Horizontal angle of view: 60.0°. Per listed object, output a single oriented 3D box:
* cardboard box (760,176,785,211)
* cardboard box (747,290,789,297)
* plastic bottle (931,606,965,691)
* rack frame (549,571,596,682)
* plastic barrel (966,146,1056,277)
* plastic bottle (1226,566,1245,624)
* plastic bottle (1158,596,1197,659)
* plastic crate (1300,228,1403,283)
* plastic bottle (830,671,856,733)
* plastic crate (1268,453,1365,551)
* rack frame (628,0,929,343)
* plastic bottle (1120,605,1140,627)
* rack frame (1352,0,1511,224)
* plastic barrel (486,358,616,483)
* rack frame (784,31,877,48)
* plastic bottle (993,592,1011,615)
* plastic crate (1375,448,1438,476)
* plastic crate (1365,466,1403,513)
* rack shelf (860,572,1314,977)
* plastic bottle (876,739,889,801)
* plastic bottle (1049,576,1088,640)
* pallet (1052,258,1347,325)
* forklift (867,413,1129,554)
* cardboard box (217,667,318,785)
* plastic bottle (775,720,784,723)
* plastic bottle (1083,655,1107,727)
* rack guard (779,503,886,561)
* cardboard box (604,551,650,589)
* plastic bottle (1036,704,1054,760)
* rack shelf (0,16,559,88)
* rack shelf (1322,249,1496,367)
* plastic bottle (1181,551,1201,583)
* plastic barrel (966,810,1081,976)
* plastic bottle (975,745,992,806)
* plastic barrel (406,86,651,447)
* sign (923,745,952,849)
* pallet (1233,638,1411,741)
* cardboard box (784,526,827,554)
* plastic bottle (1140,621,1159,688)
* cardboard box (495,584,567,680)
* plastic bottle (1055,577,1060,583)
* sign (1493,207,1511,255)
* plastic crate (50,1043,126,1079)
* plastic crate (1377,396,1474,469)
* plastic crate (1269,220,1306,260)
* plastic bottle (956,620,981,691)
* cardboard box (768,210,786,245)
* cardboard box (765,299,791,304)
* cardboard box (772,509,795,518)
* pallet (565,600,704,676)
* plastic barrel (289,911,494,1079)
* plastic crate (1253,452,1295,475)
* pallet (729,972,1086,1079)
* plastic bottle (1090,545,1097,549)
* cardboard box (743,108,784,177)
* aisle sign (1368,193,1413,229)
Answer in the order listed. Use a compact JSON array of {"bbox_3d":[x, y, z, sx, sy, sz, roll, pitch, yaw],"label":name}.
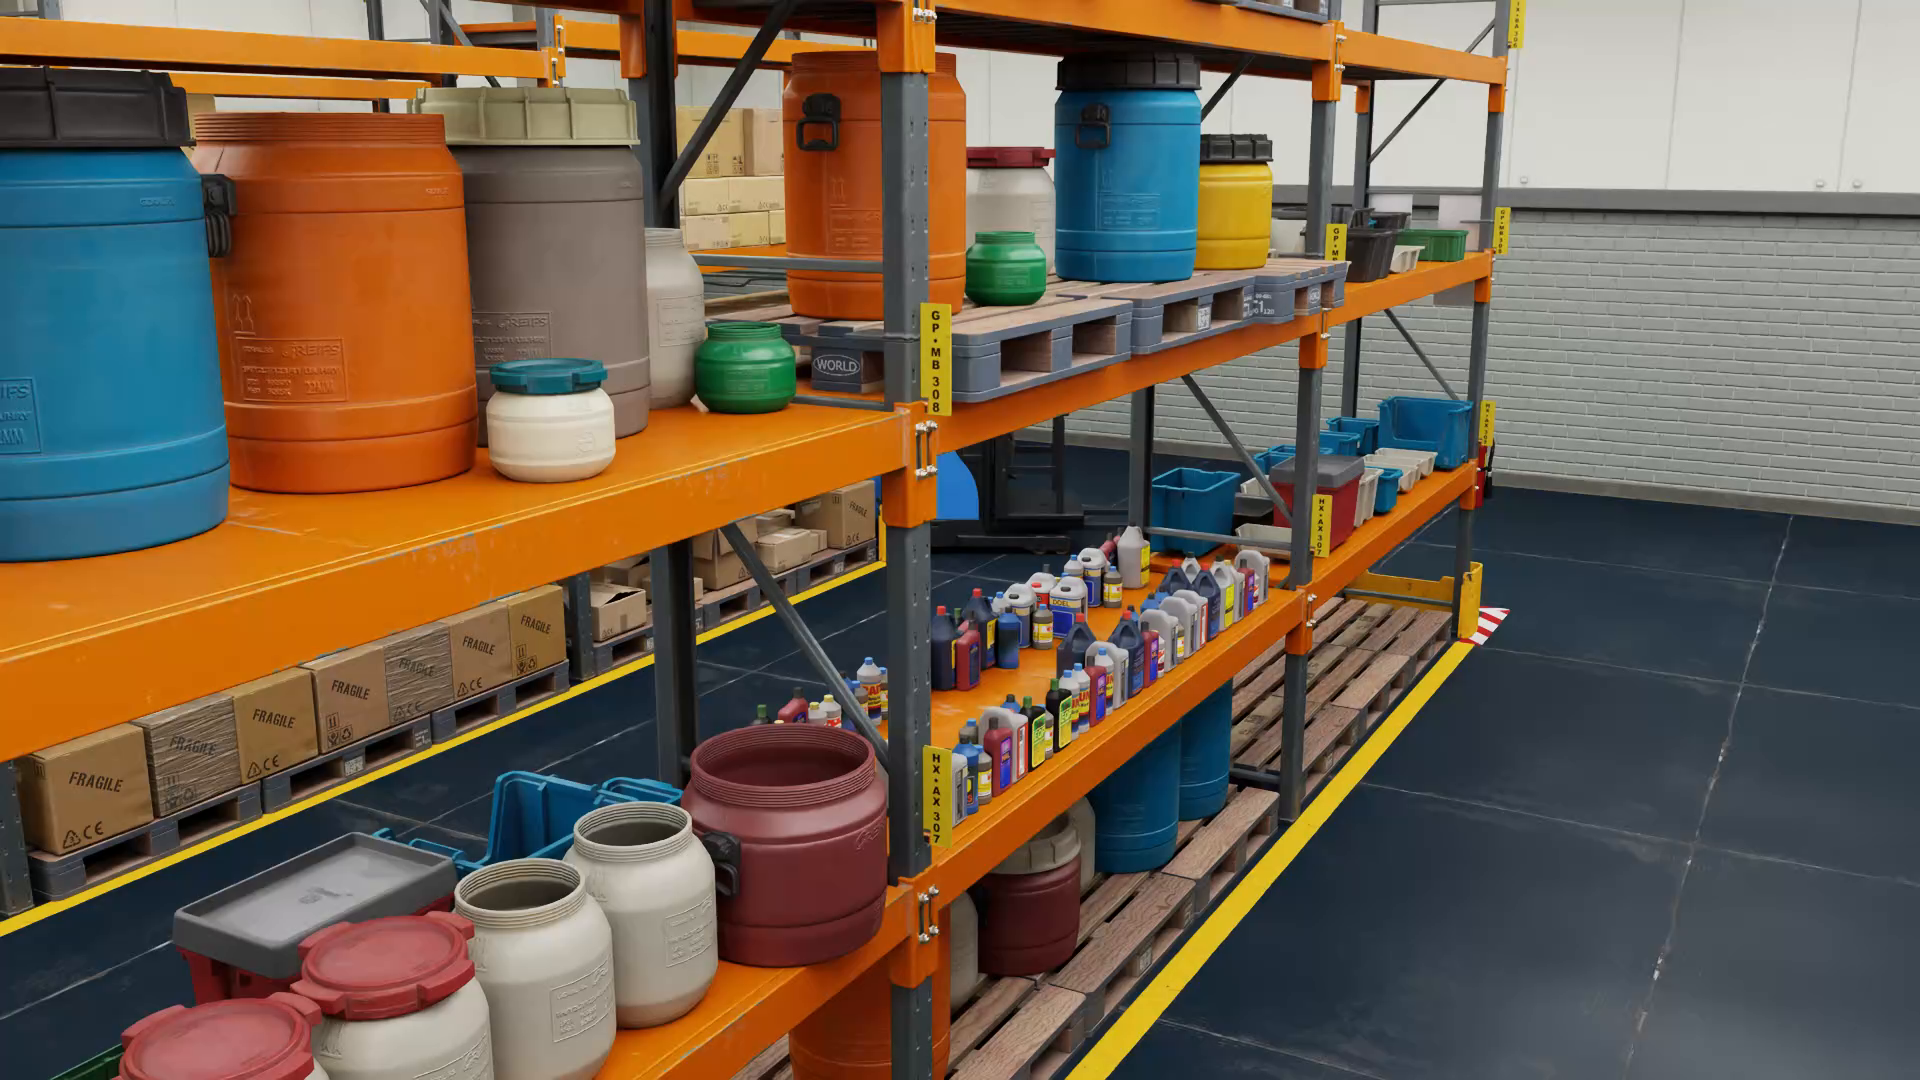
[{"bbox_3d":[-1.534,-2.673,12.791,0.500,0.250,0.500,7,15,28],"label":"cardboard box"},{"bbox_3d":[-1.468,-1.857,14.208,0.500,0.500,0.500,8,16,30],"label":"cardboard box"},{"bbox_3d":[-0.067,0.450,7.090,0.144,0.351,0.185,7,15,28],"label":"plastic bottle"},{"bbox_3d":[-2.956,-0.563,11.186,1.000,3.000,0.127,7,15,28],"label":"rack frame"},{"bbox_3d":[0.170,-1.290,6.614,0.433,0.535,0.433,0,14,0],"label":"plastic barrel"},{"bbox_3d":[1.294,0.251,8.072,0.152,0.276,0.135,7,15,28],"label":"plastic bottle"},{"bbox_3d":[0.985,0.383,7.528,0.152,0.276,0.135,7,15,28],"label":"plastic bottle"},{"bbox_3d":[2.219,-1.620,9.447,0.497,0.269,0.590,7,15,28],"label":"plastic crate"},{"bbox_3d":[-0.456,0.642,6.463,0.097,0.271,0.097,0,14,0],"label":"plastic bottle"},{"bbox_3d":[2.030,-0.216,9.483,0.402,0.464,0.583,7,15,28],"label":"plastic crate"},{"bbox_3d":[-0.555,-2.097,4.748,1.000,3.000,0.127,7,15,28],"label":"rack frame"},{"bbox_3d":[0.755,0.422,7.374,0.097,0.271,0.097,0,14,0],"label":"plastic bottle"},{"bbox_3d":[3.312,-3.738,11.556,1.000,3.000,0.127,7,15,28],"label":"rack frame"},{"bbox_3d":[-0.966,-0.284,3.924,0.301,0.262,0.301,0,14,0],"label":"plastic barrel"},{"bbox_3d":[-1.022,-4.300,13.887,1.000,3.000,0.127,7,15,28],"label":"rack frame"},{"bbox_3d":[0.181,0.371,7.584,0.097,0.271,0.097,0,14,0],"label":"plastic bottle"},{"bbox_3d":[3.076,-0.535,11.504,0.396,0.136,0.243,7,15,28],"label":"plastic crate"},{"bbox_3d":[2.544,-0.319,10.404,0.416,0.233,0.300,7,15,28],"label":"plastic crate"},{"bbox_3d":[0.412,0.759,7.238,1.077,0.370,4.000,7,15,28],"label":"rack shelf"},{"bbox_3d":[-0.196,0.810,5.754,0.152,0.276,0.135,7,15,28],"label":"plastic bottle"},{"bbox_3d":[0.507,0.318,7.795,0.152,0.276,0.135,7,15,28],"label":"plastic bottle"},{"bbox_3d":[1.085,-1.196,7.813,1.213,0.211,1.003,7,15,28],"label":"pallet"},{"bbox_3d":[0.623,-1.423,14.900,3.031,2.935,1.130,0,14,1],"label":"forklift"},{"bbox_3d":[-3.924,0.987,9.149,0.500,0.500,0.500,7,15,27],"label":"cardboard box"},{"bbox_3d":[-0.661,0.763,6.109,0.097,0.201,0.097,0,14,0],"label":"plastic bottle"},{"bbox_3d":[0.535,0.592,6.643,0.061,0.283,0.133,7,15,28],"label":"plastic bottle"},{"bbox_3d":[-1.059,-0.153,14.819,1.175,0.500,0.348,7,15,28],"label":"rack guard"},{"bbox_3d":[-2.566,0.227,12.706,0.500,0.311,0.500,7,15,28],"label":"cardboard box"},{"bbox_3d":[0.305,0.721,6.284,0.097,0.201,0.097,0,14,0],"label":"plastic bottle"},{"bbox_3d":[-3.923,-2.525,8.912,1.077,0.370,4.000,7,15,28],"label":"rack shelf"},{"bbox_3d":[2.345,-1.520,10.290,1.077,0.370,4.000,7,15,28],"label":"rack shelf"},{"bbox_3d":[1.094,0.232,7.993,0.144,0.351,0.185,7,15,28],"label":"plastic bottle"},{"bbox_3d":[0.212,1.454,7.070,0.600,0.588,0.708,7,15,28],"label":"plastic barrel"},{"bbox_3d":[0.064,0.823,5.859,0.097,0.201,0.097,0,14,0],"label":"plastic bottle"},{"bbox_3d":[-1.142,-0.739,4.444,0.600,0.901,0.600,0,14,0],"label":"plastic barrel"},{"bbox_3d":[-0.070,0.801,5.180,0.100,0.325,0.005,7,15,28],"label":"sign"},{"bbox_3d":[2.289,0.948,10.868,1.003,0.211,1.213,7,15,28],"label":"pallet"},{"bbox_3d":[-1.344,-0.008,13.990,0.380,0.166,0.250,7,15,28],"label":"cardboard box"},{"bbox_3d":[0.801,0.479,7.111,0.061,0.283,0.133,7,15,28],"label":"plastic bottle"},{"bbox_3d":[-2.944,0.572,10.873,0.500,0.500,0.500,7,15,28],"label":"cardboard box"},{"bbox_3d":[0.470,0.283,8.101,0.097,0.201,0.097,0,14,0],"label":"plastic bottle"},{"bbox_3d":[3.802,-2.170,11.675,0.100,0.325,0.005,7,15,28],"label":"sign"},{"bbox_3d":[-1.894,1.354,3.687,0.450,0.188,0.662,7,15,28],"label":"plastic crate"},{"bbox_3d":[3.314,-0.778,11.875,0.616,0.435,0.499,7,15,28],"label":"plastic crate"},{"bbox_3d":[1.971,-1.803,10.181,0.437,0.282,0.530,7,15,28],"label":"plastic crate"},{"bbox_3d":[0.035,0.489,7.072,0.061,0.283,0.133,7,15,28],"label":"plastic bottle"},{"bbox_3d":[-1.521,-2.429,12.843,0.500,0.250,0.500,7,15,28],"label":"cardboard box"},{"bbox_3d":[-1.240,-1.692,13.523,0.500,0.500,0.500,8,16,30],"label":"cardboard box"},{"bbox_3d":[-1.525,-0.165,14.678,0.380,0.149,0.250,7,15,28],"label":"cardboard box"},{"bbox_3d":[-2.623,0.652,12.097,1.003,0.211,1.213,7,15,28],"label":"pallet"},{"bbox_3d":[-1.271,1.163,3.735,0.433,0.535,0.433,0,14,0],"label":"plastic barrel"},{"bbox_3d":[2.123,-0.425,10.841,0.416,0.233,0.300,7,15,28],"label":"plastic crate"},{"bbox_3d":[-0.211,2.008,6.469,1.003,0.211,1.213,7,15,28],"label":"pallet"},{"bbox_3d":[0.676,0.161,8.456,0.097,0.271,0.097,0,14,0],"label":"plastic bottle"},{"bbox_3d":[-1.720,-3.062,12.803,0.700,0.500,0.500,7,15,28],"label":"cardboard box"},{"bbox_3d":[3.087,-2.134,12.155,0.394,0.787,0.004,7,15,28],"label":"aisle sign"}]
